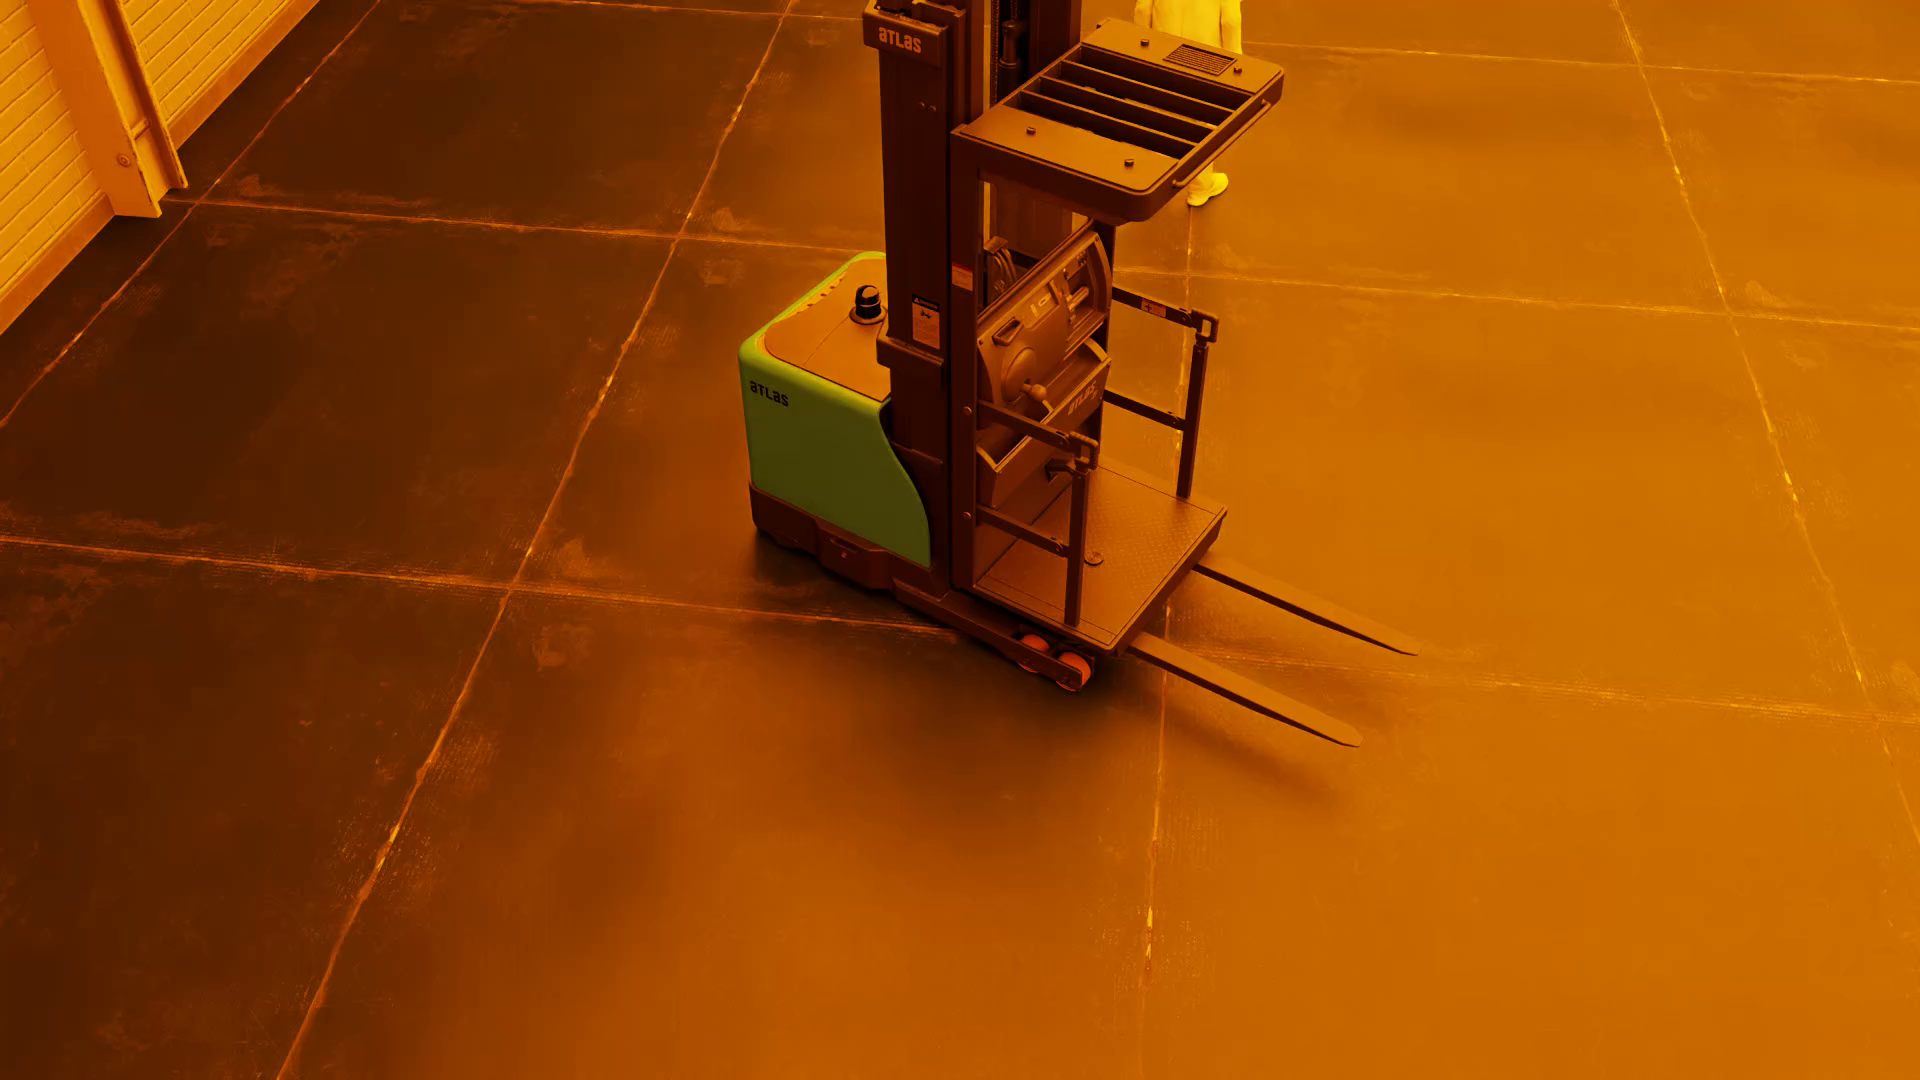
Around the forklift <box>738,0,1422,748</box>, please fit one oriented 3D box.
[{"bbox_3d":[0.523,-0.843,6.641,3.031,2.935,1.130,24,48,24],"label":"forklift"}]

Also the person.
[{"bbox_3d":[1.312,-2.815,9.645,0.649,1.772,0.436,14,44,15],"label":"person"}]
